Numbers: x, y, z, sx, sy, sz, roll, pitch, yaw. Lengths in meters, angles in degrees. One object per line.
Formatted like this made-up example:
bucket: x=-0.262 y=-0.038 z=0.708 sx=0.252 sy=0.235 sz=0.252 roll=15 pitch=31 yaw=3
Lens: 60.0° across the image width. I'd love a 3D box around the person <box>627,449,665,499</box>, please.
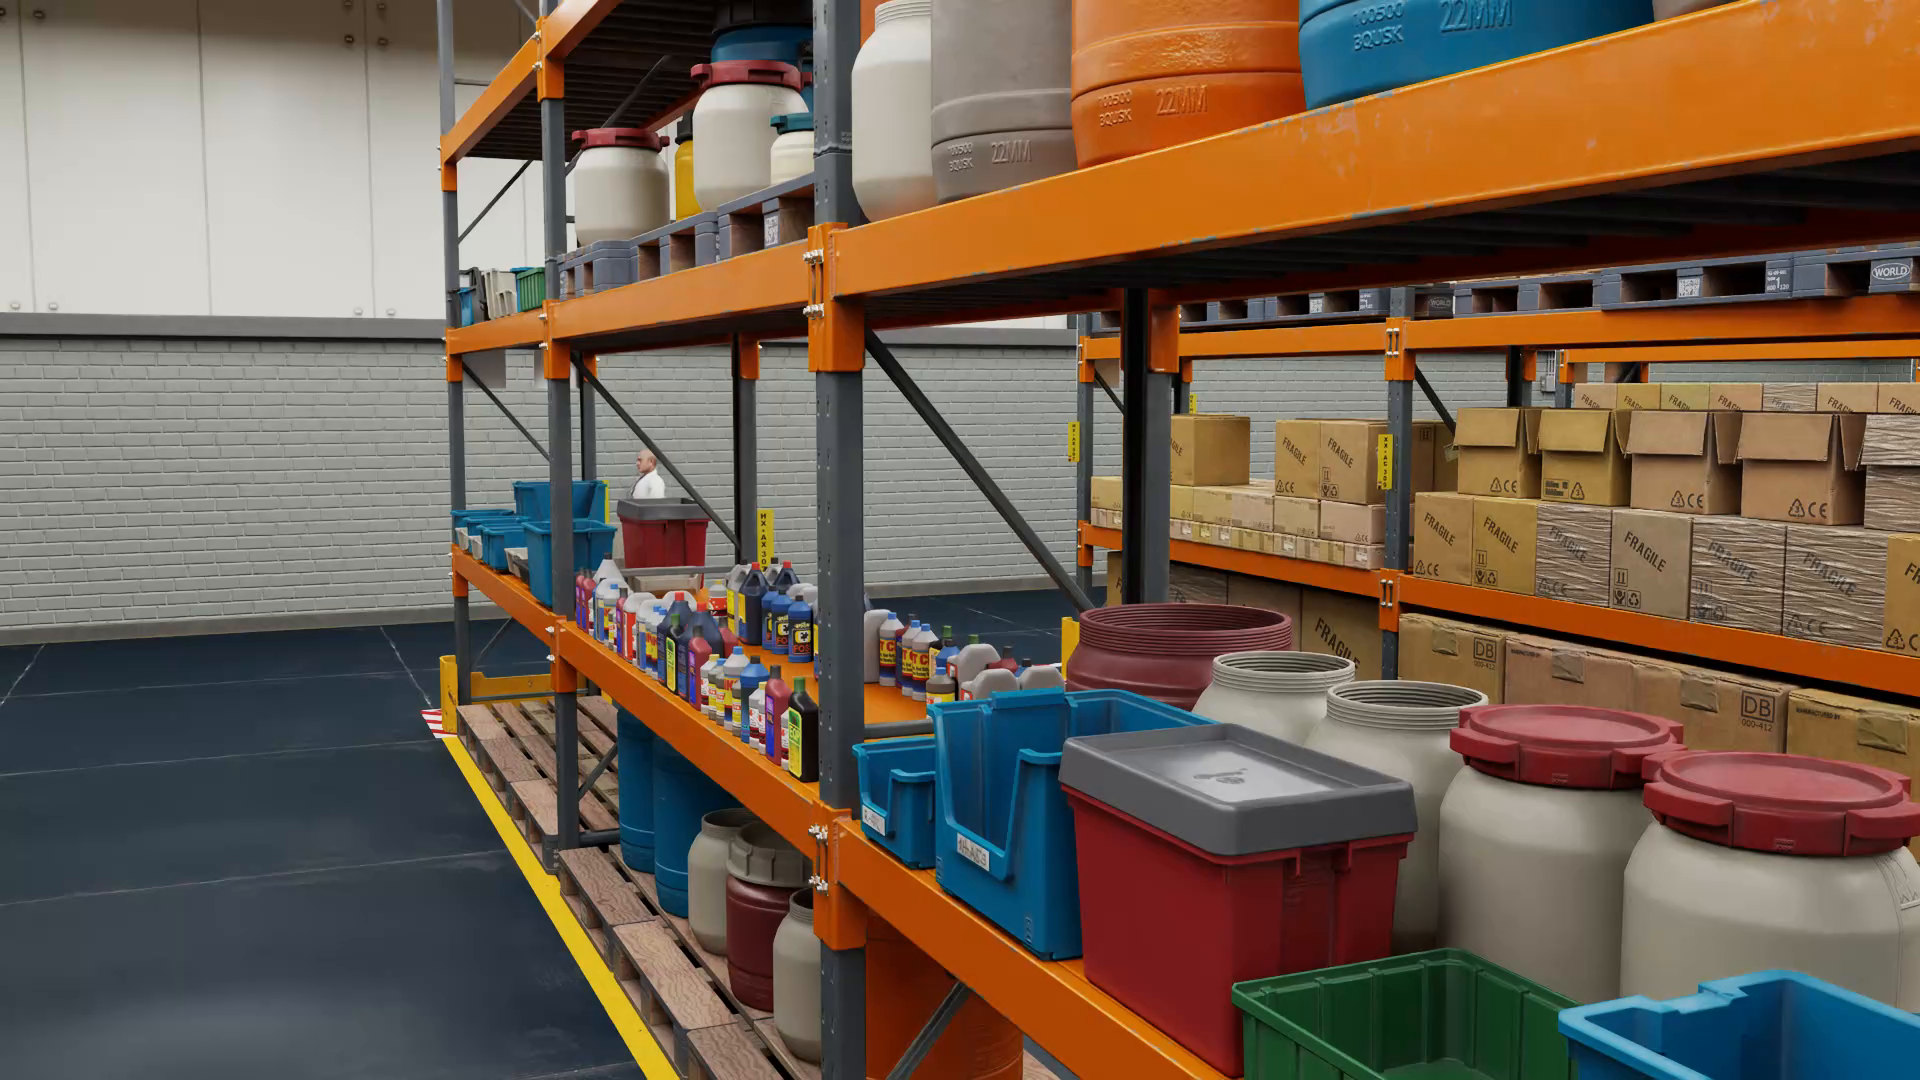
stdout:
person: x=-3.268 y=-0.032 z=16.870 sx=0.625 sy=1.781 sz=0.601 roll=-2 pitch=6 yaw=-24
